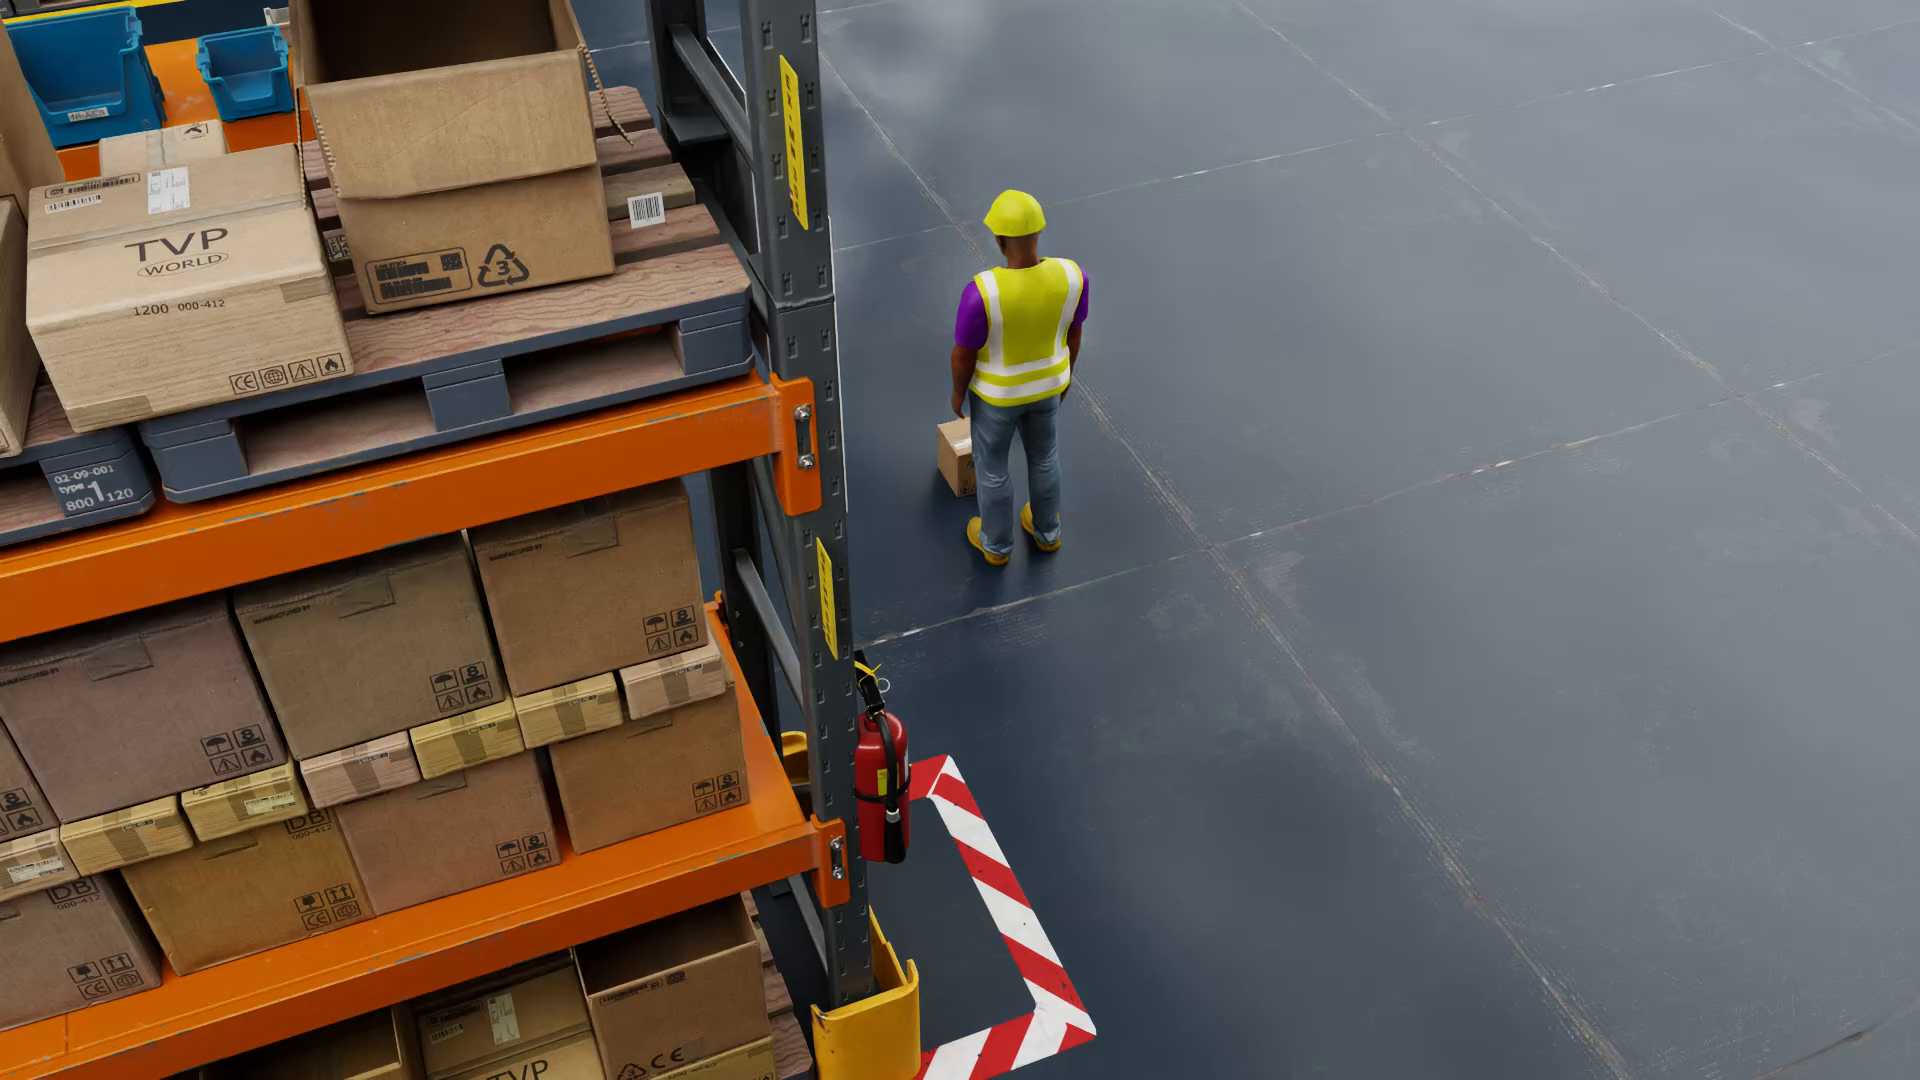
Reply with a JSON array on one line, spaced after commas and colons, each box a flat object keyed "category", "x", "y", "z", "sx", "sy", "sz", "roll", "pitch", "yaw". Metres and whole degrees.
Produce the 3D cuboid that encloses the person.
[{"category": "person", "x": 0.229, "y": -0.647, "z": 6.874, "sx": 0.566, "sy": 1.762, "sz": 0.360, "roll": -14, "pitch": 44, "yaw": -16}]
